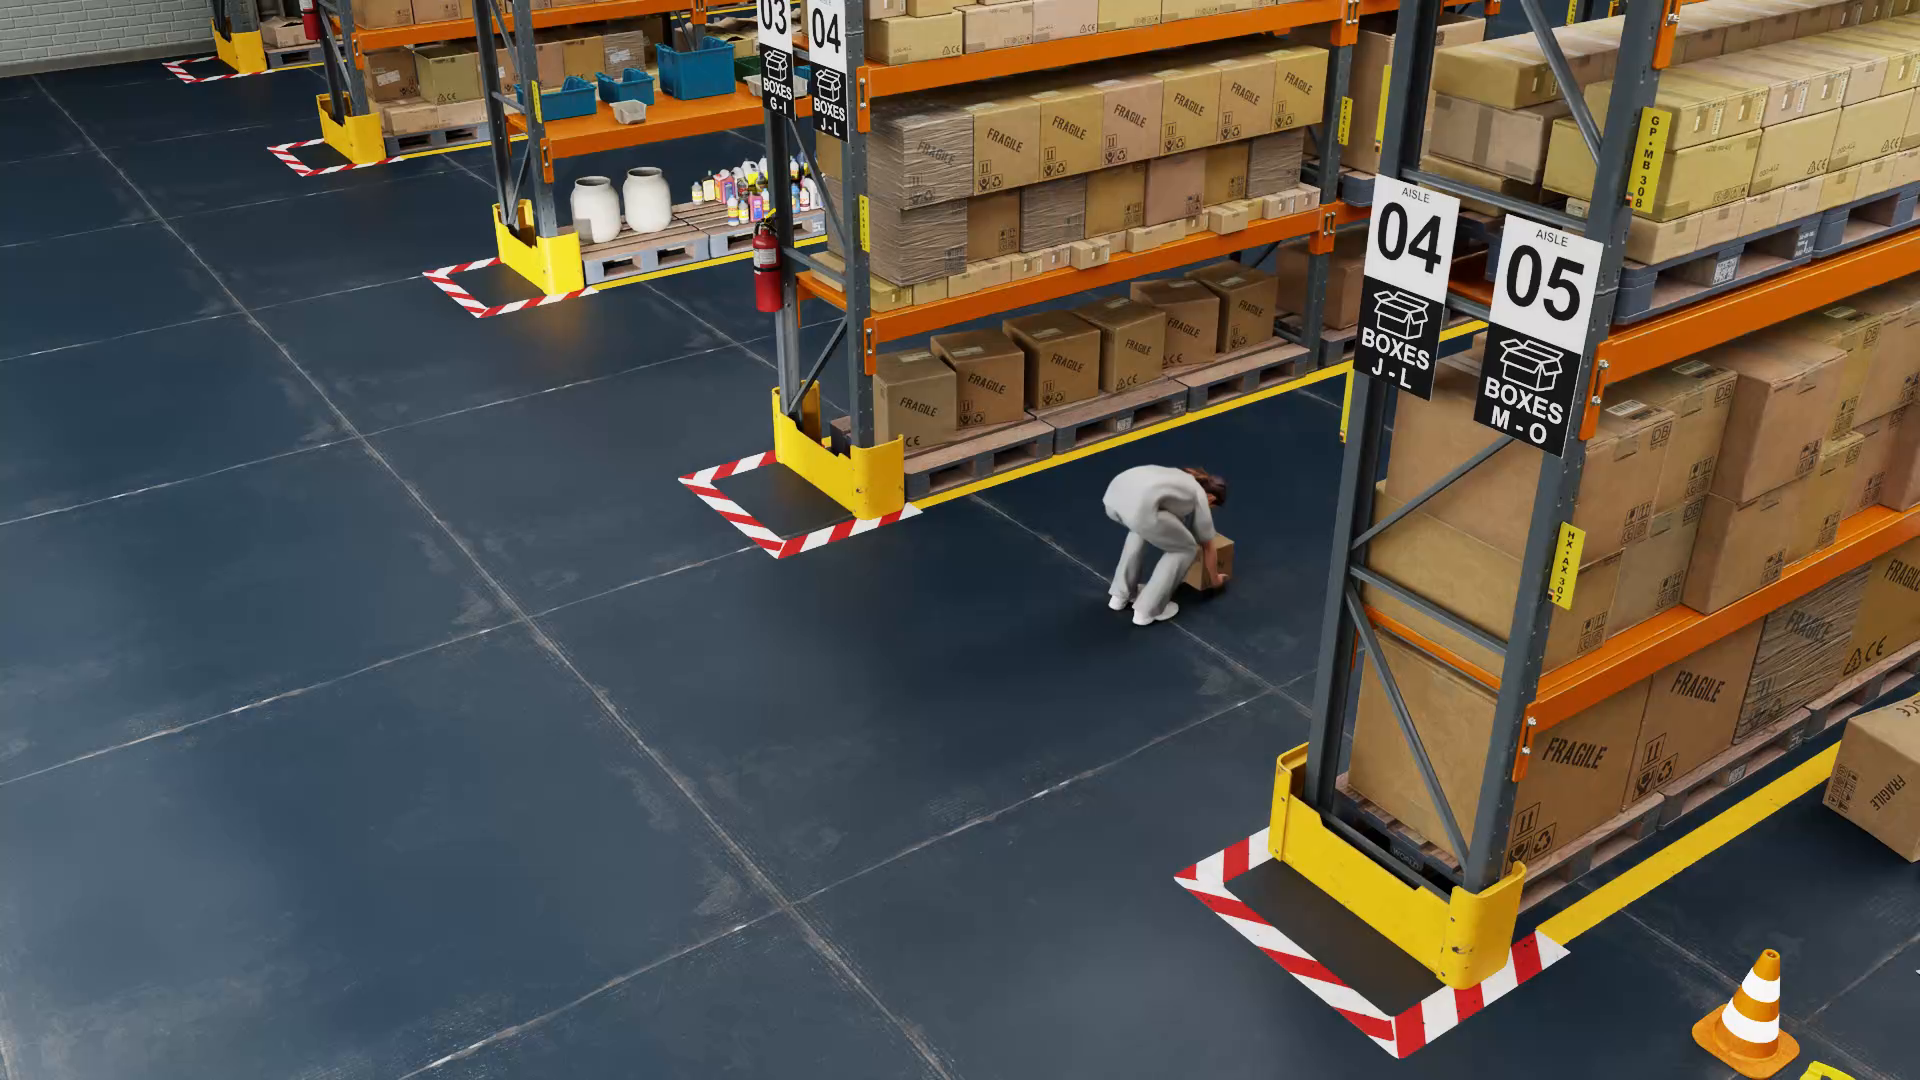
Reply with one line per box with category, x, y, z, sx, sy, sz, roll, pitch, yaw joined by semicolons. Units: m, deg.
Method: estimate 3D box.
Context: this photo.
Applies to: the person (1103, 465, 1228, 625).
person;1.183;-0.041;9.499;0.850;0.907;0.469;-21;35;-33
